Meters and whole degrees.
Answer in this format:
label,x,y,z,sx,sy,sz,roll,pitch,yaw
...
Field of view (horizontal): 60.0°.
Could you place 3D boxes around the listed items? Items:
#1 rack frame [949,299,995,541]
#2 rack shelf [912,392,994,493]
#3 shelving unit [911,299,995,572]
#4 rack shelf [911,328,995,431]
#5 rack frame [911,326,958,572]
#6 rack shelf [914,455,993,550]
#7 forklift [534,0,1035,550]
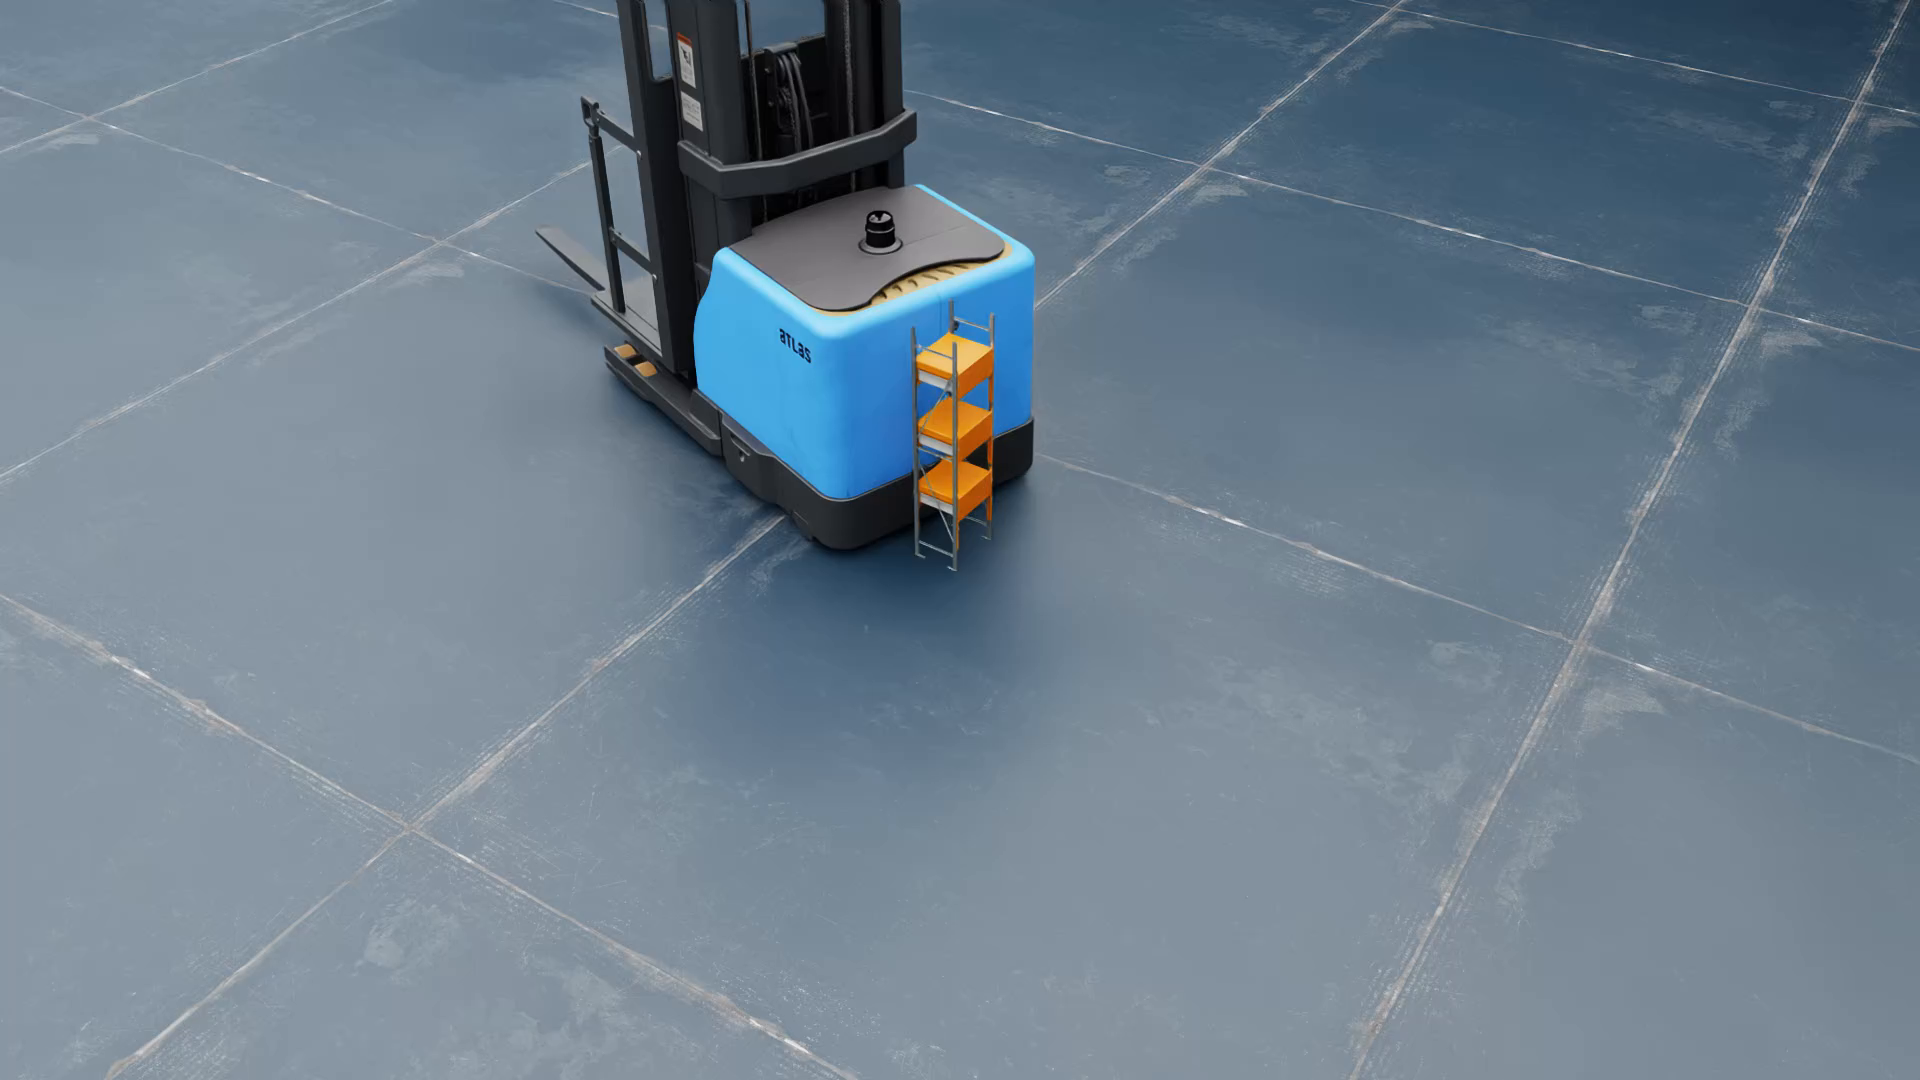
label,x,y,z,sx,sy,sz,roll,pitch,yaw
rack frame,0.043,-0.447,6.470,0.200,1.050,0.008,23,43,27
rack shelf,-0.026,-0.377,6.397,0.215,0.259,0.240,23,43,27
shelving unit,-0.026,-0.386,6.390,0.215,1.050,0.252,23,43,27
rack shelf,-0.026,-0.602,6.223,0.215,0.259,0.240,23,43,27
rack frame,-0.094,-0.324,6.310,0.200,1.050,0.008,23,43,27
rack shelf,-0.026,-0.157,6.566,0.215,0.259,0.240,23,43,27
forklift,-0.983,-1.968,6.902,1.130,2.935,3.031,-25,44,-29
